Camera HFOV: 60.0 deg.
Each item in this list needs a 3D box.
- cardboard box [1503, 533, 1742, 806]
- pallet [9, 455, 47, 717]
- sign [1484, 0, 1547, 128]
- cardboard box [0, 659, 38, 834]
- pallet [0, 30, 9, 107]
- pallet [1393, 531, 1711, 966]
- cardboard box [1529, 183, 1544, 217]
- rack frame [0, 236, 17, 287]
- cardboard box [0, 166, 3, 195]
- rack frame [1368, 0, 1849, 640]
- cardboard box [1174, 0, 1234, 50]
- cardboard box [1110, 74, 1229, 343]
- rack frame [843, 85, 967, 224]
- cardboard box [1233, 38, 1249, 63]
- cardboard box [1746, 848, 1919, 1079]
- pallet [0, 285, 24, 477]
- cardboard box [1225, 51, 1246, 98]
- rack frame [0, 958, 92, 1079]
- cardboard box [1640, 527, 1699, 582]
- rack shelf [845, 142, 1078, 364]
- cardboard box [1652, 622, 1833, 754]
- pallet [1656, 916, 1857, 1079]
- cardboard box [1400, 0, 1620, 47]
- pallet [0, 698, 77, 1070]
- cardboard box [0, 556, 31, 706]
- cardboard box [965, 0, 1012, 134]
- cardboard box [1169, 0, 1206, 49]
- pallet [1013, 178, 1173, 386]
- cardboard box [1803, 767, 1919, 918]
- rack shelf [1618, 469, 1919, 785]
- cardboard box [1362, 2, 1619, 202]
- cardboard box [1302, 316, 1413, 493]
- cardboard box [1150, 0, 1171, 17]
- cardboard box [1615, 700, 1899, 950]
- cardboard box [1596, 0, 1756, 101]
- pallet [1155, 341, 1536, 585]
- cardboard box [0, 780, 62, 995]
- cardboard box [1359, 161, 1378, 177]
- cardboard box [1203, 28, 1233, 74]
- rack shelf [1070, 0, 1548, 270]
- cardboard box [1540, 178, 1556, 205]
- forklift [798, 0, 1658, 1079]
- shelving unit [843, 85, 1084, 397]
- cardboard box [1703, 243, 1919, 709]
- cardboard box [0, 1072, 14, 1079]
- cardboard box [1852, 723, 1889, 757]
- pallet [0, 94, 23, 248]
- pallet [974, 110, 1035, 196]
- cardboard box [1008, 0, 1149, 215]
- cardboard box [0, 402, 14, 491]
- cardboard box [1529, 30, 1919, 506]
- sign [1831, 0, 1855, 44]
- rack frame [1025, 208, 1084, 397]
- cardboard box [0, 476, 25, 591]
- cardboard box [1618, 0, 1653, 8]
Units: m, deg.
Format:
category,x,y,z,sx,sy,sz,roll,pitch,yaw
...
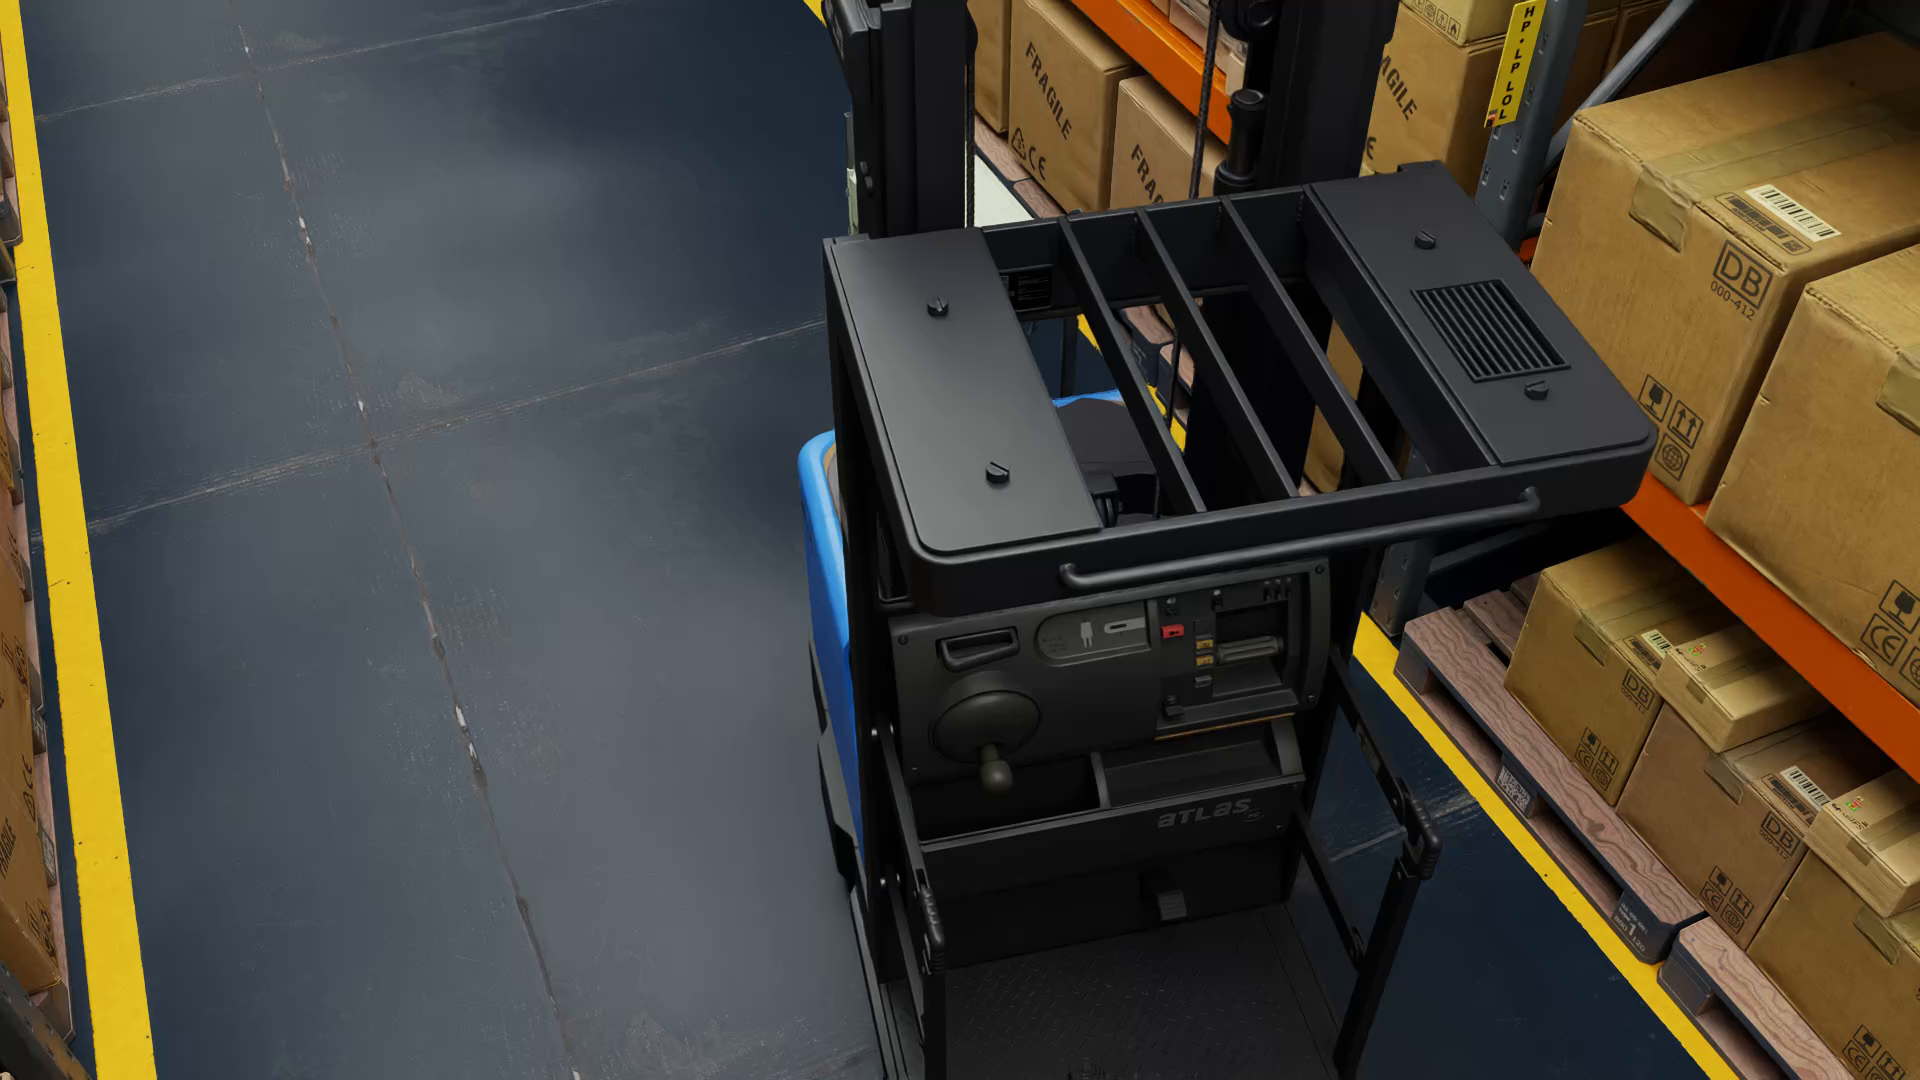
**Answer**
category,x,y,z,sx,sy,sz,roll,pitch,yaw
cardboard box,2.050,0.317,4.774,0.700,0.500,0.500,-17,47,-17
pallet,-3.557,0.242,5.354,1.003,0.211,1.213,-18,47,-17
sign,1.341,-1.147,4.009,0.100,0.325,0.005,-18,47,-17
cardboard box,-2.881,0.552,4.522,0.500,0.500,0.500,-17,47,-17
pallet,-5.166,-2.334,7.965,1.003,0.211,1.213,-18,47,-17
pallet,2.078,0.570,5.022,1.003,0.211,1.213,-18,47,-17
cardboard box,1.430,-0.979,4.772,0.380,0.149,0.250,-18,47,-17
rack frame,-4.346,-2.014,5.655,1.000,3.000,0.127,-18,47,-17
cardboard box,-4.300,-1.605,6.899,0.500,0.250,0.500,-18,47,-18
rack frame,1.829,-0.930,4.557,1.000,3.000,0.127,-18,47,-17
cardboard box,0.979,-1.943,5.286,0.500,0.500,0.500,-18,47,-17
cardboard box,1.061,-1.256,6.118,0.750,0.750,0.750,-17,47,-16
rack frame,-0.157,-0.771,5.464,0.400,1.500,0.023,-18,47,-17
cardboard box,1.183,-1.620,4.959,0.500,0.500,0.500,-18,47,-17
cardboard box,2.472,0.966,4.116,0.700,0.500,0.500,-17,47,-16
pallet,-4.066,-0.534,6.141,1.003,0.211,1.213,-18,47,-17
cardboard box,1.070,-1.463,5.261,0.380,0.149,0.250,-18,47,-17
rack frame,-2.661,0.534,3.073,0.949,2.616,0.053,-18,47,-17
cardboard box,2.169,-0.065,4.699,0.380,0.149,0.250,-18,47,-18
rack shelf,-0.003,-0.816,4.953,0.431,0.370,0.720,-18,47,-17
cardboard box,2.029,0.358,4.270,0.380,0.149,0.250,-17,47,-16
pallet,2.594,1.349,4.233,1.003,0.211,1.213,-18,47,-17
cardboard box,1.400,-1.568,4.372,0.500,0.250,0.500,-17,47,-16
pallet,-3.040,1.021,4.565,1.003,0.211,1.213,-18,47,-17
cardboard box,-3.084,0.231,4.847,0.500,0.500,0.500,-17,47,-17
cardboard box,0.337,-2.356,7.233,0.750,0.750,0.750,-19,48,-18
cardboard box,0.935,-1.802,5.605,0.380,0.149,0.250,-19,48,-18
pallet,0.919,-1.185,6.801,1.003,0.211,1.213,-18,47,-17
cardboard box,2.248,0.691,3.933,0.380,0.149,0.250,-19,48,-19
rack shelf,2.670,0.601,3.518,1.077,0.370,4.000,-18,47,-17
cardboard box,1.406,-1.298,4.633,0.500,0.500,0.500,-19,48,-18
cardboard box,1.438,-0.690,5.545,0.750,0.750,0.750,-18,47,-17
cardboard box,0.834,-1.975,5.780,0.380,0.149,0.250,-17,47,-16
cardboard box,2.258,0.638,4.448,0.700,0.500,0.500,-18,48,-18
cardboard box,1.864,-1.446,4.783,0.500,0.500,0.500,-20,48,-19
pallet,1.436,-0.407,6.012,1.003,0.211,1.213,-18,47,-17
cardboard box,-2.646,0.888,4.180,0.500,0.500,0.500,-20,48,-19
cardboard box,1.302,-1.133,4.927,0.380,0.149,0.250,-17,47,-17
cardboard box,1.027,-1.638,5.439,0.380,0.149,0.250,-18,47,-17
rack shelf,0.988,-1.948,6.101,1.077,0.370,4.000,-18,47,-17
cardboard box,1.868,-1.120,4.914,0.380,0.149,0.250,-19,48,-19
forklift,0.371,0.367,3.292,1.130,2.935,3.031,-9,45,-9
shelving unit,-0.003,-0.538,5.228,0.431,1.500,0.755,-18,47,-17
cardboard box,2.344,-0.219,3.623,0.980,0.700,0.700,-19,48,-18
cardboard box,-2.167,1.548,3.512,0.500,0.500,0.500,-18,47,-17
cardboard box,2.504,0.438,4.189,0.380,0.149,0.250,-19,48,-19
pallet,-4.657,-1.557,7.178,1.003,0.211,1.213,-18,47,-17
pallet,0.410,-1.962,7.588,1.003,0.211,1.213,-18,47,-17
cardboard box,0.700,-1.796,6.666,0.750,0.750,0.750,-18,47,-18
cardboard box,-3.522,-0.424,5.510,0.500,0.500,0.500,-20,48,-19
cardboard box,2.042,-0.686,4.096,0.980,0.700,0.700,-17,47,-17
sign,2.332,-1.431,4.392,0.100,0.325,0.005,-18,47,-17
rack frame,0.151,-0.305,4.991,0.400,1.500,0.023,-18,47,-17
cardboard box,-3.296,-0.091,5.173,0.500,0.500,0.500,-20,48,-19
cardboard box,1.872,-1.715,4.522,0.500,0.250,0.500,-17,47,-16
